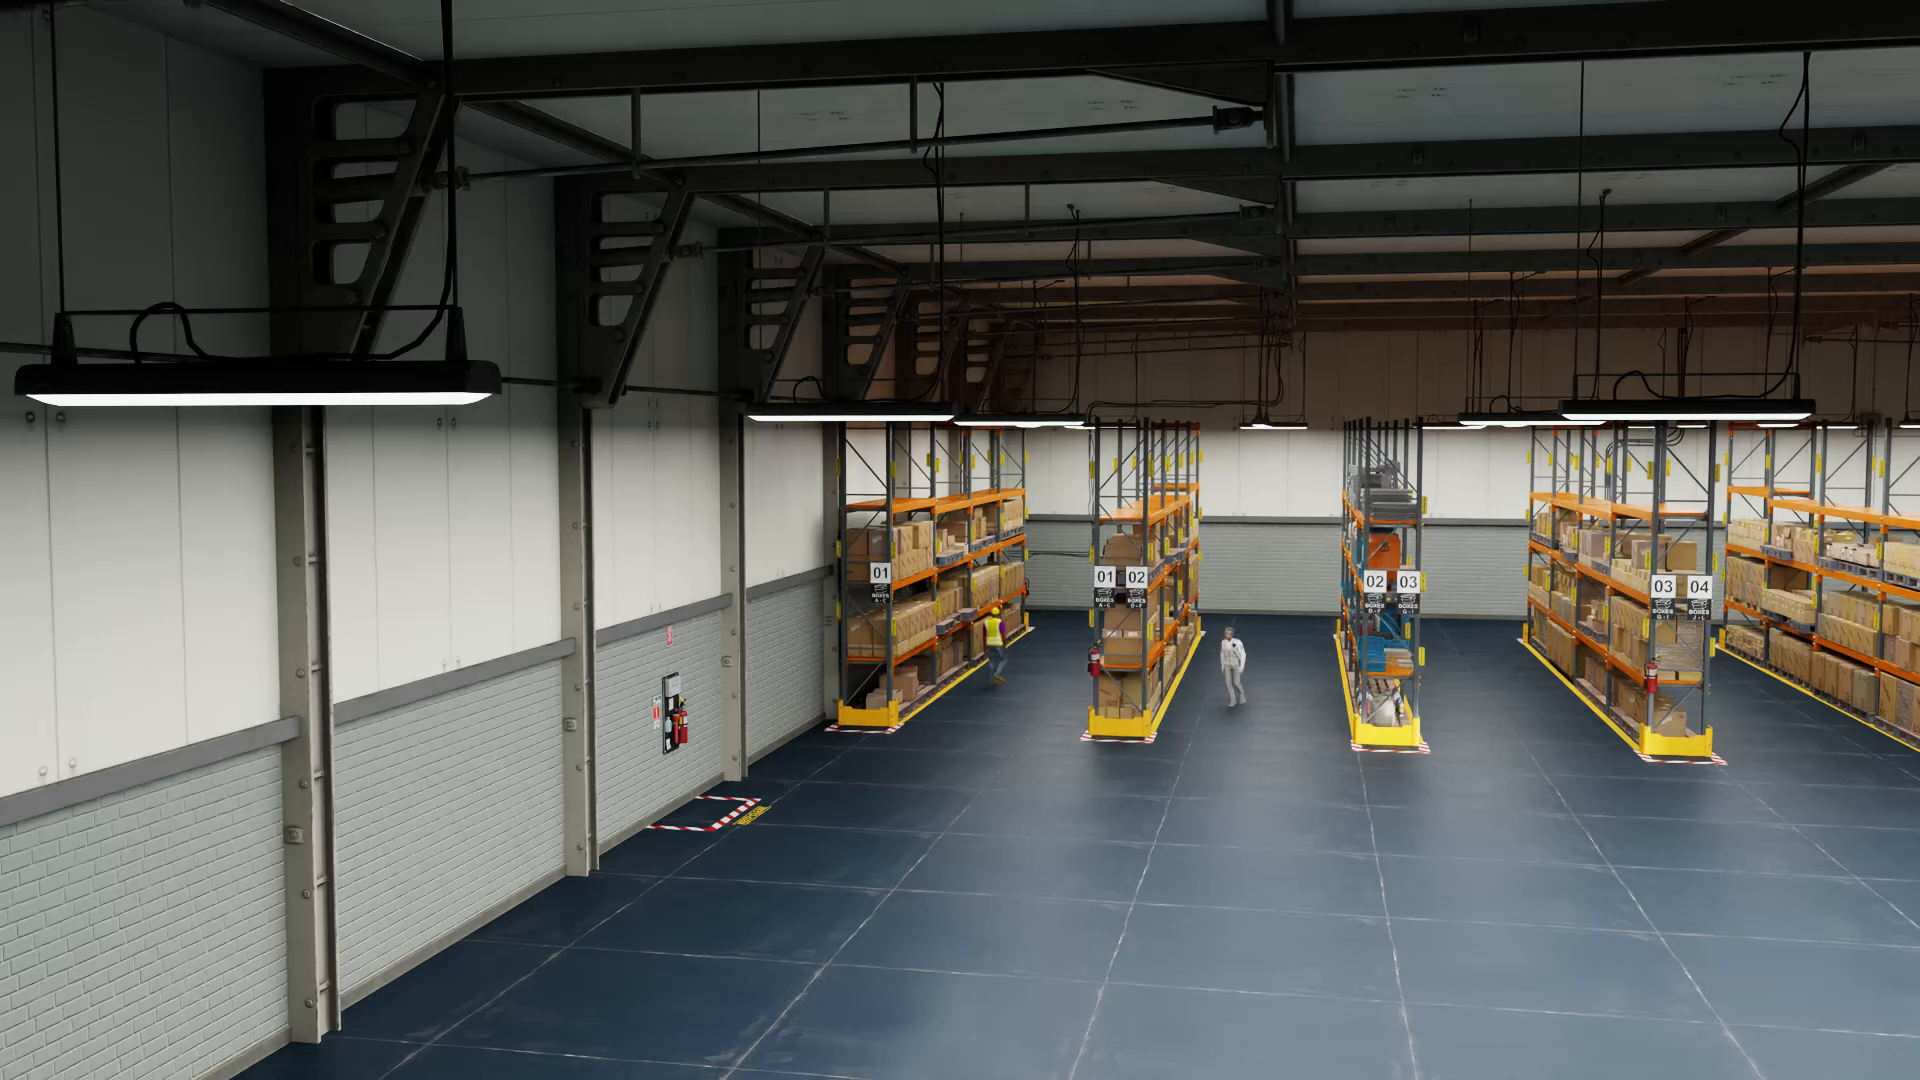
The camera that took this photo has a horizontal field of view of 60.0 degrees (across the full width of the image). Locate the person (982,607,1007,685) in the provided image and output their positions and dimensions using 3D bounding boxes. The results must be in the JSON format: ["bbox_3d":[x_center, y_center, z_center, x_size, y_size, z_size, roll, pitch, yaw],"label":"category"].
[{"bbox_3d":[0.791,2.391,37.646,0.607,1.755,0.475,2,4,27],"label":"person"}]

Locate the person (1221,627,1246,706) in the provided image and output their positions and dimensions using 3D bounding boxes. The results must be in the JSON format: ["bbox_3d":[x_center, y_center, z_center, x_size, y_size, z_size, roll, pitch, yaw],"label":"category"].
[{"bbox_3d":[5.738,2.639,34.885,0.566,1.659,0.497,2,4,31],"label":"person"}]
